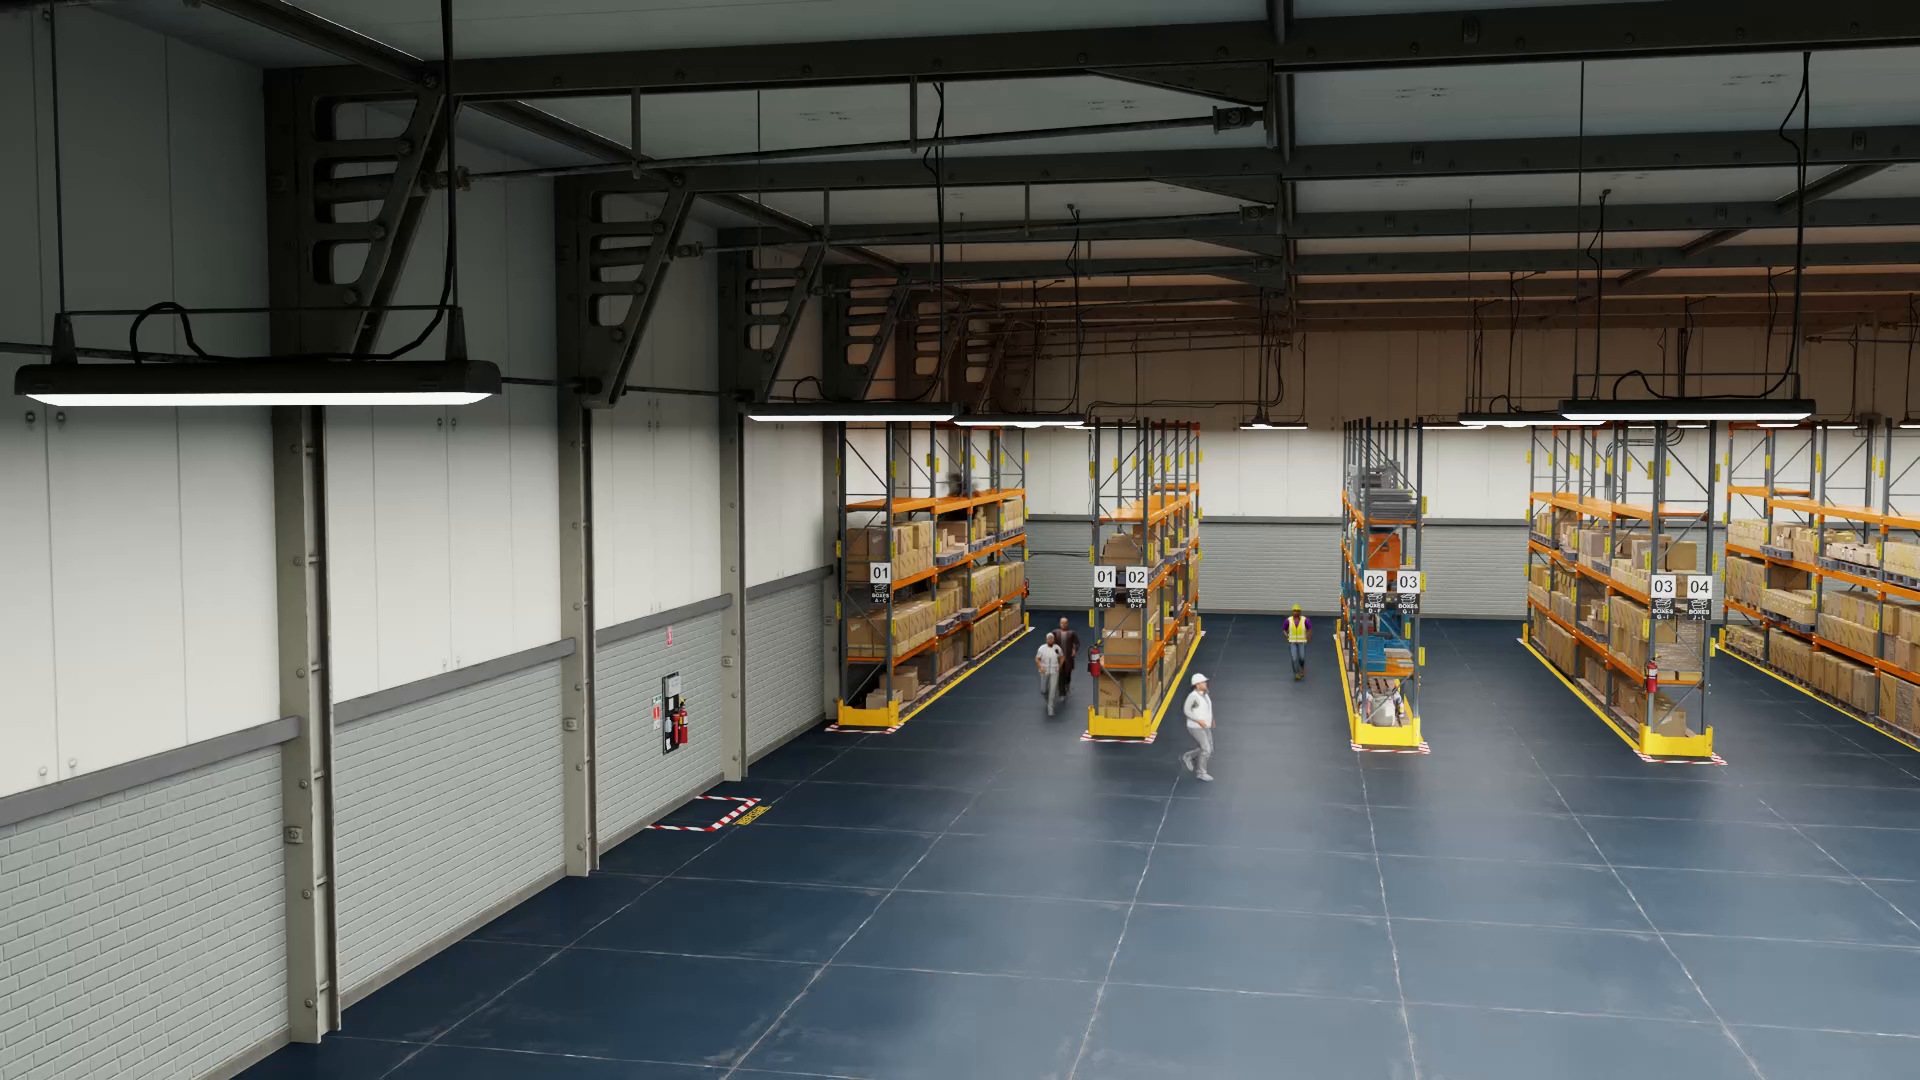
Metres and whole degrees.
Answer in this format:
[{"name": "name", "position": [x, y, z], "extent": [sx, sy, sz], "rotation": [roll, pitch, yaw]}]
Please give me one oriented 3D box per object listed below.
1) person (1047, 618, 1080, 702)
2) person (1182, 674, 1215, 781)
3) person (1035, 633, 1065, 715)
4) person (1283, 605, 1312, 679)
[{"name": "person", "position": [2.214, 2.546, 35.638], "extent": [0.711, 1.769, 0.900], "rotation": [0, 4, 5]}, {"name": "person", "position": [3.904, 3.074, 27.450], "extent": [0.617, 1.746, 0.670], "rotation": [3, 5, 35]}, {"name": "person", "position": [1.841, 2.726, 34.053], "extent": [0.593, 1.652, 0.910], "rotation": [0, 4, 7]}, {"name": "person", "position": [7.783, 2.364, 38.382], "extent": [0.674, 1.721, 0.569], "rotation": [1, 4, 13]}]
